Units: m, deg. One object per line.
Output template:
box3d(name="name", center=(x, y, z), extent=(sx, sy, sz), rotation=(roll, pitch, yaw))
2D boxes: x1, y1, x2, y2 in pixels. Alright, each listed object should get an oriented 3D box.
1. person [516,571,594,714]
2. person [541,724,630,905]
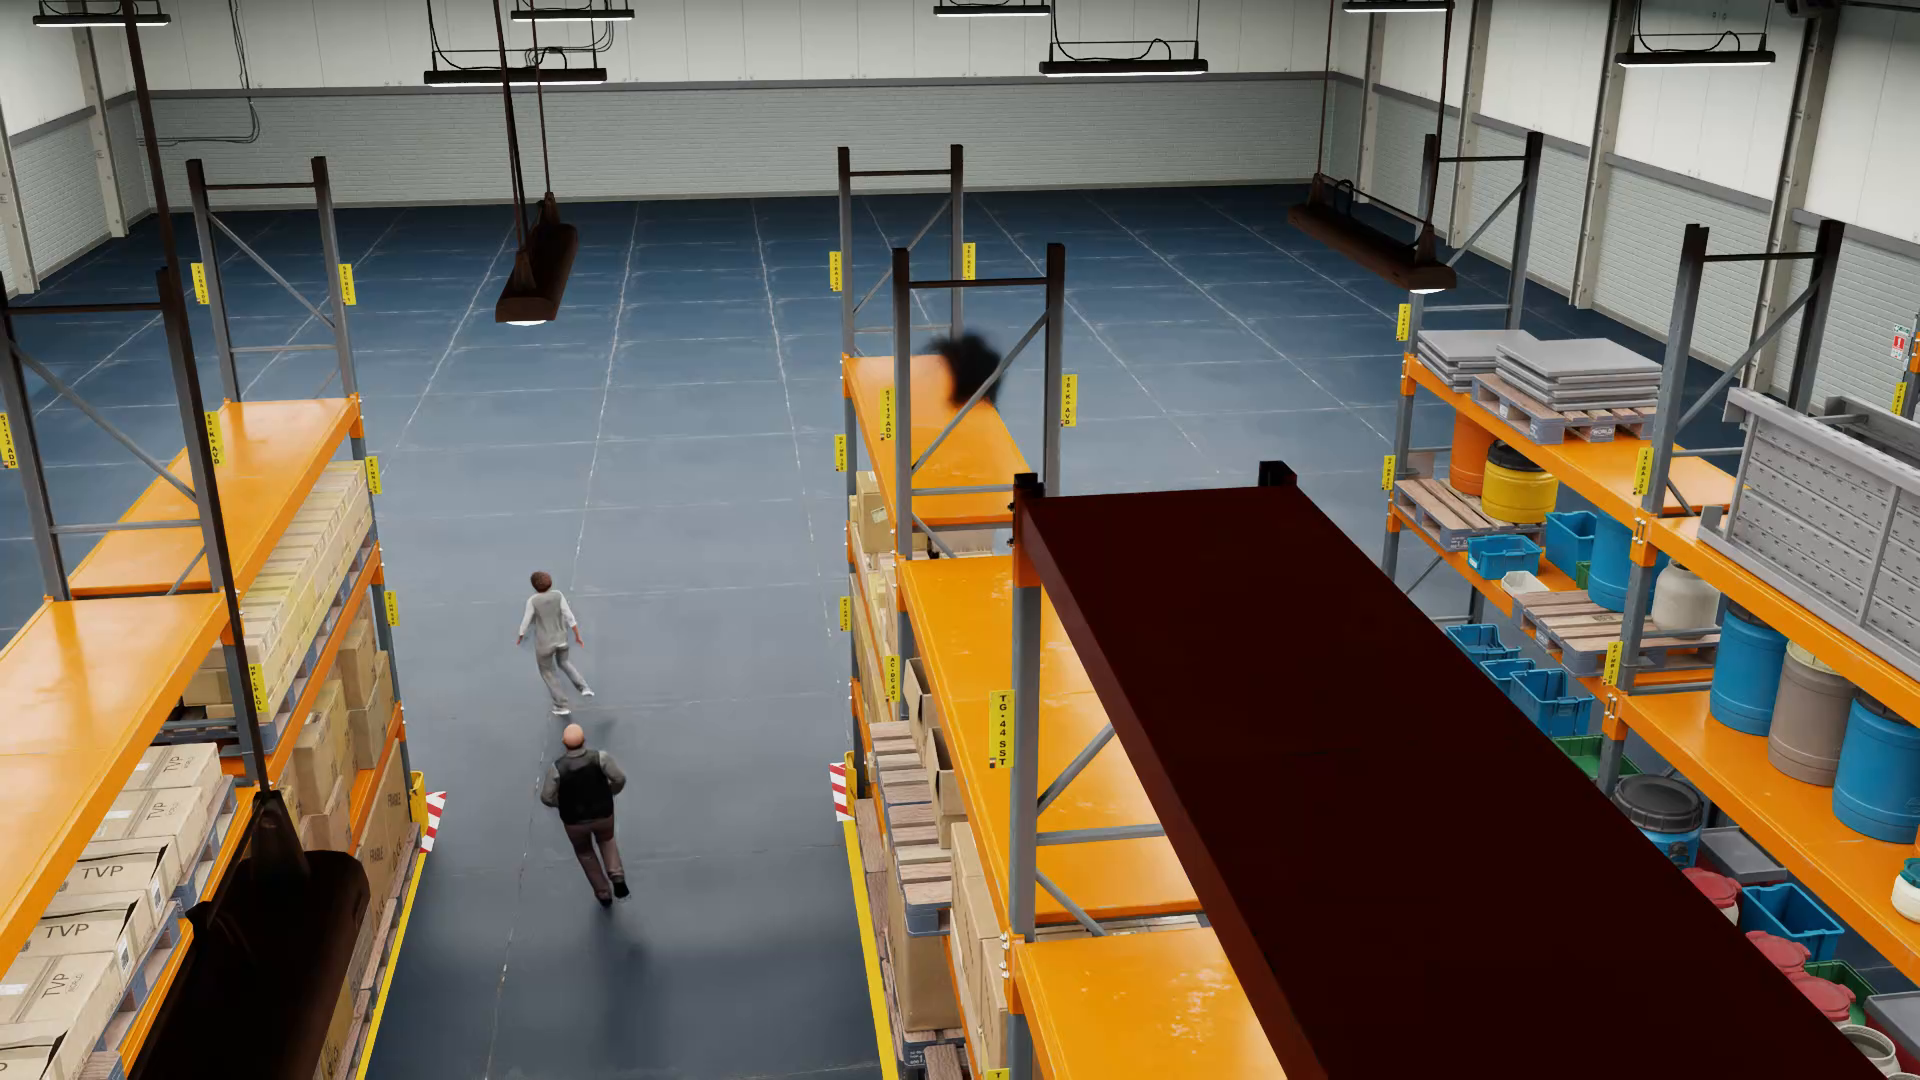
box3d(name="person", center=(-4.130, 1.050, 16.894), extent=(0.579, 1.576, 0.647), rotation=(-19, 28, -39))
box3d(name="person", center=(-3.069, 2.278, 13.639), extent=(0.684, 1.683, 0.547), rotation=(-8, 23, -20))
